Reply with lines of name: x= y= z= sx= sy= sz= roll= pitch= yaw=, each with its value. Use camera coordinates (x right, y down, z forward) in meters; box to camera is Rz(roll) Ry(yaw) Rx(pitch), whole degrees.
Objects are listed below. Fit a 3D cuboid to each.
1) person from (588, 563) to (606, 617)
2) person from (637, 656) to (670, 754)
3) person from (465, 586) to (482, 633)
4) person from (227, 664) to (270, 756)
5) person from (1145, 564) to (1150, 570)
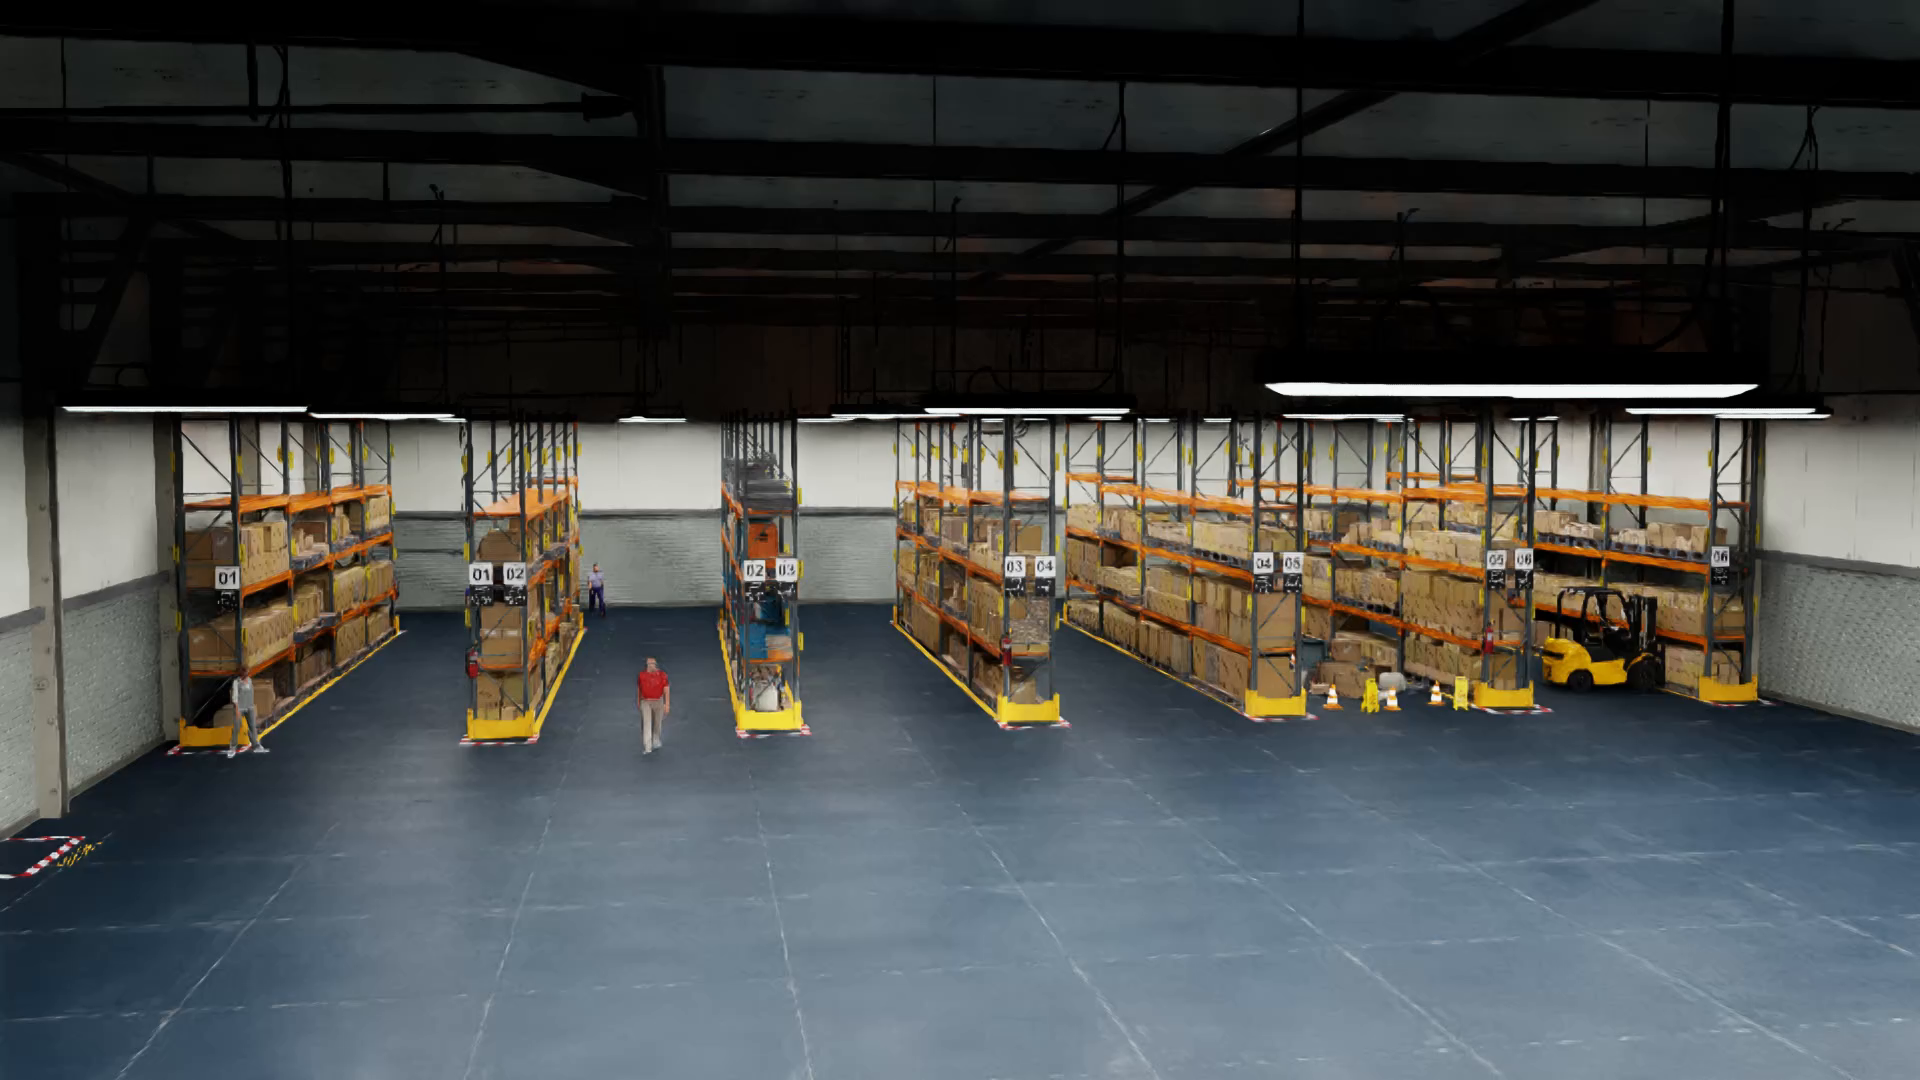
person: x=-10.823 y=1.474 z=49.443 sx=0.478 sy=1.580 sz=1.000 roll=-1 pitch=4 yaw=-18
person: x=-5.357 y=2.856 z=29.059 sx=0.556 sy=1.669 sz=1.040 roll=-1 pitch=4 yaw=-11
person: x=-13.204 y=1.767 z=45.356 sx=0.592 sy=1.604 sz=0.513 roll=-1 pitch=4 yaw=-12
person: x=-12.329 y=2.914 z=28.676 sx=0.498 sy=1.587 sz=0.622 roll=2 pitch=4 yaw=25
person: x=5.425 y=1.515 z=48.308 sx=0.557 sy=1.657 sz=0.610 roll=1 pitch=4 yaw=13
